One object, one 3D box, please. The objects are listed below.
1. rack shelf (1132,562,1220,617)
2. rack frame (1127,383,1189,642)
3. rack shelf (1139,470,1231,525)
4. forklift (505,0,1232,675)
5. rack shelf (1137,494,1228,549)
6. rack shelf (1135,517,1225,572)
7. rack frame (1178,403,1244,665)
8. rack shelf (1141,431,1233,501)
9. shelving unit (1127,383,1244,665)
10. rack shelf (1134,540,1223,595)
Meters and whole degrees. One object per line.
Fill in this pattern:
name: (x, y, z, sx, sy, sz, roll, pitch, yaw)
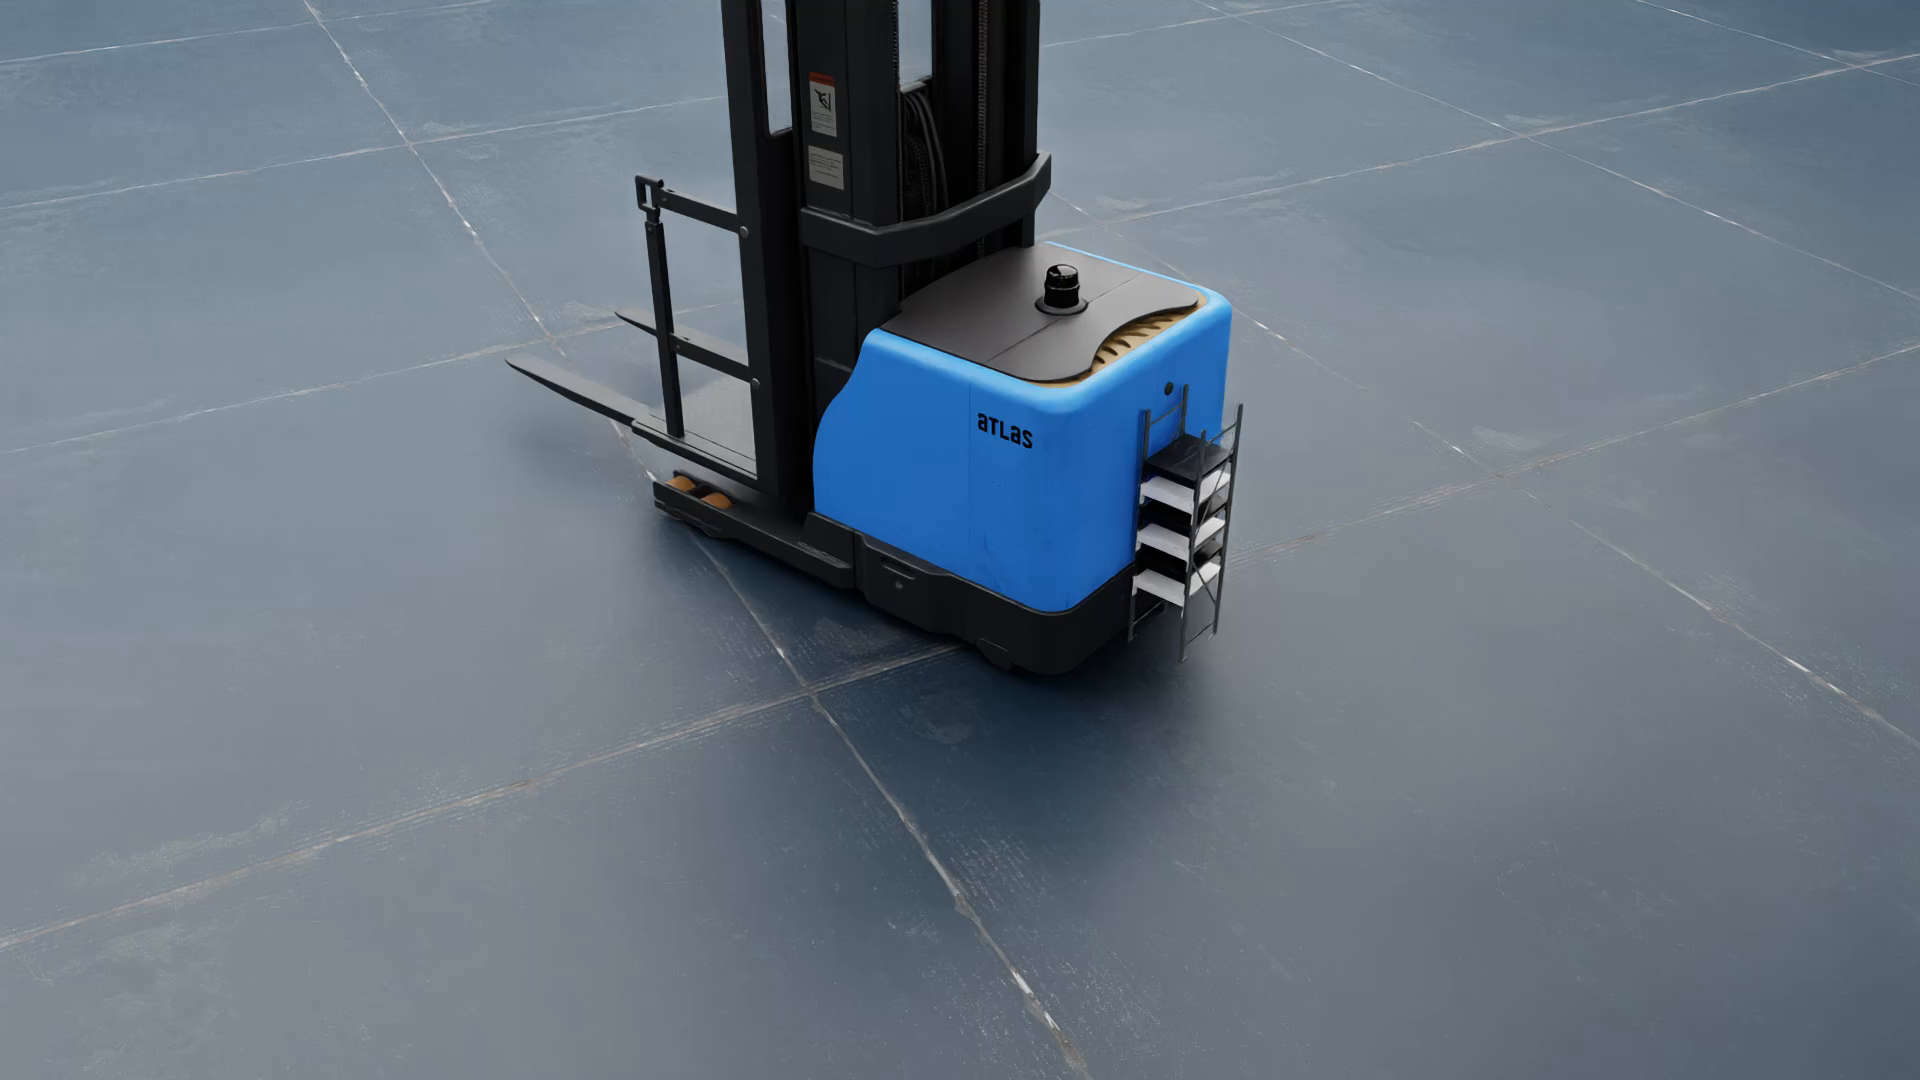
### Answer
rack shelf: (0.734, 0.137, 5.595, 0.200, 0.077, 0.258, 24, 40, 32)
rack frame: (0.657, -0.078, 5.532, 0.006, 0.900, 0.240, 24, 40, 32)
rack shelf: (0.737, -0.165, 5.399, 0.200, 0.077, 0.258, 24, 40, 32)
forklift: (-0.541, -1.442, 5.784, 3.031, 2.935, 1.130, 23, 39, 32)
rack shelf: (0.736, -0.090, 5.448, 0.200, 0.077, 0.258, 24, 40, 32)
rack shelf: (0.735, -0.014, 5.497, 0.200, 0.077, 0.258, 24, 40, 32)
rack frame: (0.814, -0.006, 5.426, 0.006, 0.900, 0.240, 24, 40, 32)
rack shelf: (0.738, -0.240, 5.350, 0.200, 0.077, 0.258, 24, 40, 32)
shelving unit: (0.736, -0.042, 5.479, 0.210, 0.900, 0.258, 24, 40, 32)
rack shelf: (0.734, 0.061, 5.546, 0.200, 0.077, 0.258, 24, 40, 32)
